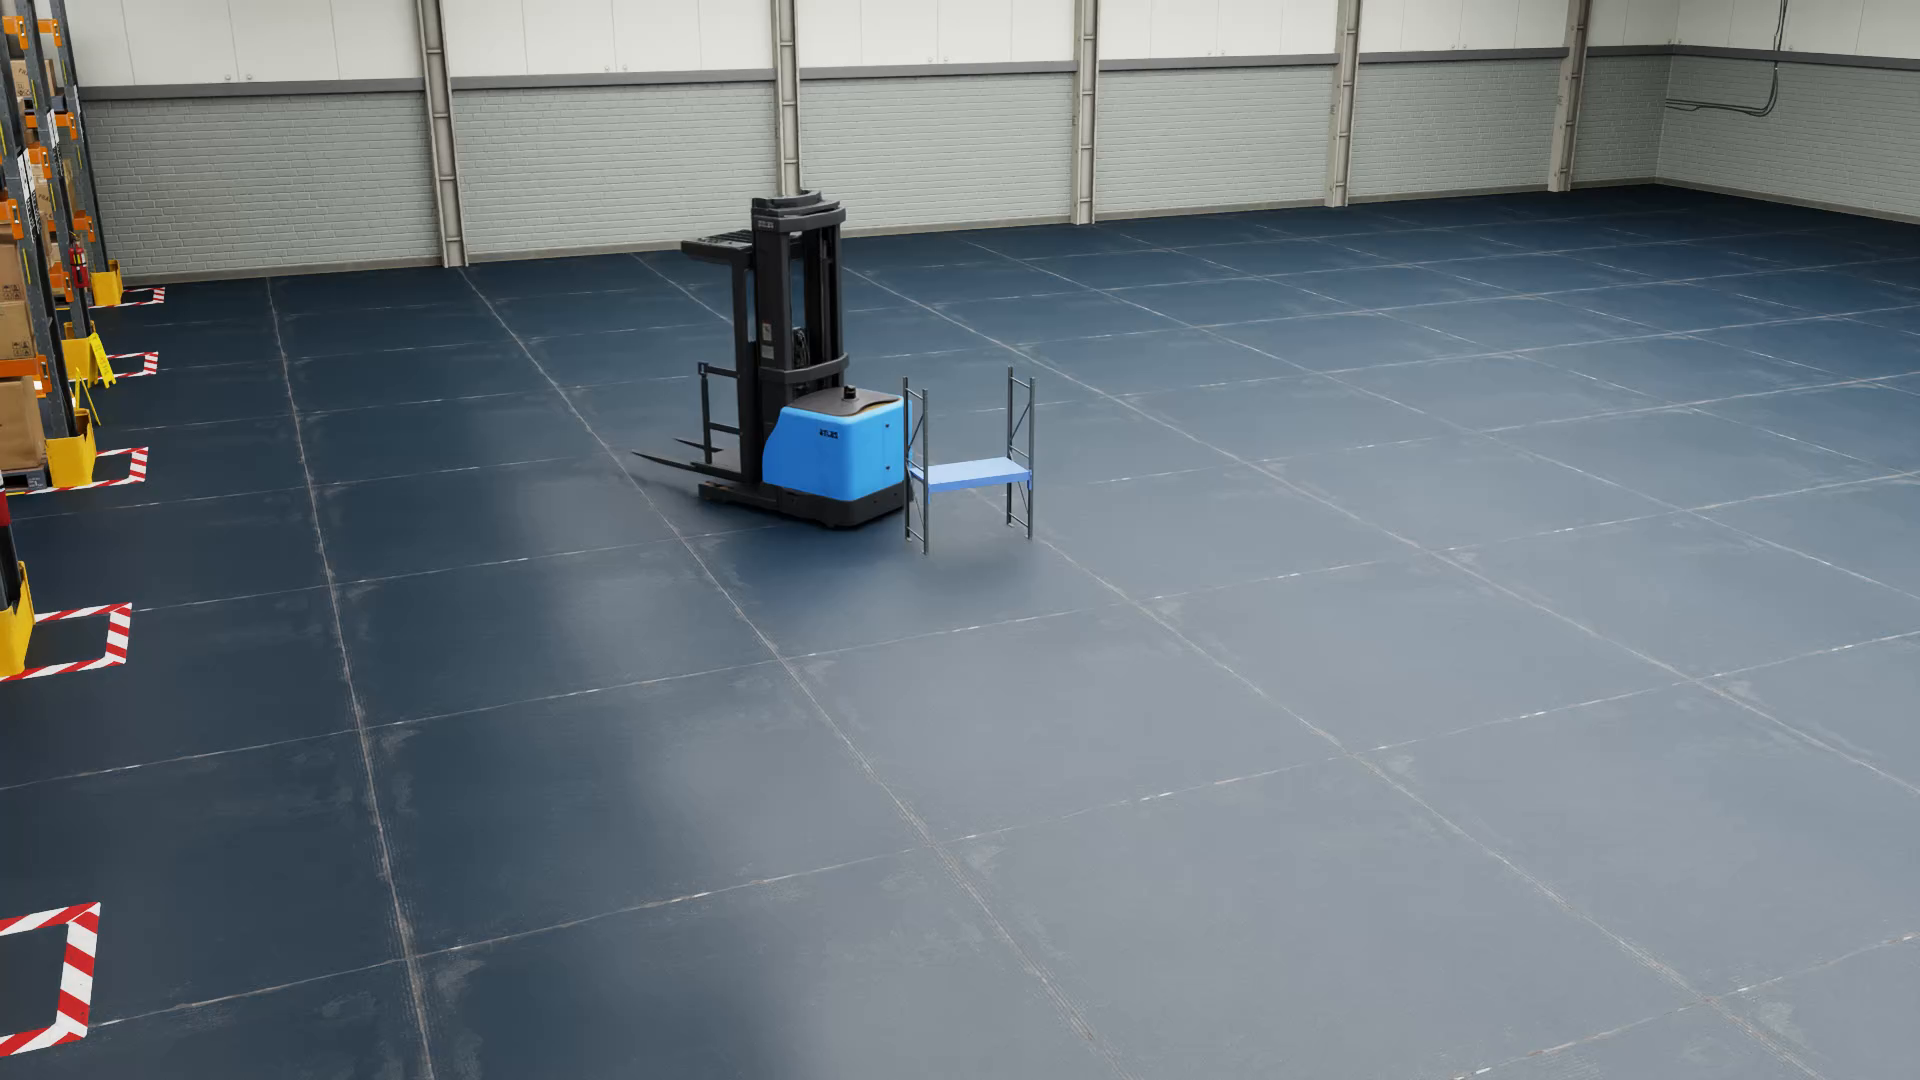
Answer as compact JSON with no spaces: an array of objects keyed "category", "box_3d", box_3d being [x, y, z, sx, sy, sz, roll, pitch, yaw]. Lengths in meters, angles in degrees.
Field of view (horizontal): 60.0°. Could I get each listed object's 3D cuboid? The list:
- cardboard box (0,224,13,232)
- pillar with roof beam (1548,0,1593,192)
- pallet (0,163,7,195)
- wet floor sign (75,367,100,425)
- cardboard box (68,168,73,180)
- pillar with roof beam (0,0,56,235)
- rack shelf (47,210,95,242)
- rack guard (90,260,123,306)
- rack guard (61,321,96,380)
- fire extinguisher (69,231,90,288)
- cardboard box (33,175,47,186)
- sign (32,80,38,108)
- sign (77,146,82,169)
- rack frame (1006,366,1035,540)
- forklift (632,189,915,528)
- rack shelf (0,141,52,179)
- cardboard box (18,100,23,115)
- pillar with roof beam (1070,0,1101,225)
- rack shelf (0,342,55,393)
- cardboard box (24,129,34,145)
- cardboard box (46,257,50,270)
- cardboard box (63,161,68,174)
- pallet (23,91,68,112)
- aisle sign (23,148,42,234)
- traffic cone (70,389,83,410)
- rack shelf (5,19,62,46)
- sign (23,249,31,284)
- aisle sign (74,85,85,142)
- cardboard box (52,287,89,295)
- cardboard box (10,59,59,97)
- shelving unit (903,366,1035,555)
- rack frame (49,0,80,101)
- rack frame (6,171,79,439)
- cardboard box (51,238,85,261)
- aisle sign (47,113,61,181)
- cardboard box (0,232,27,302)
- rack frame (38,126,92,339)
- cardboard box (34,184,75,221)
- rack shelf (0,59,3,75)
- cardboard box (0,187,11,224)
[{"category":"cardboard box","box_3d":[-11.538,-3.646,20.296,0.500,0.500,0.500,-9,21,-23]},{"category":"pillar with roof beam","box_3d":[15.137,-10.774,32.105,0.400,9.000,9.100,-8,21,-22]},{"category":"pallet","box_3d":[-9.772,-3.390,15.784,1.213,0.211,1.003,-8,21,-22]},{"category":"wet floor sign","box_3d":[-9.853,-1.615,18.671,0.232,0.644,0.267,-12,23,-31]},{"category":"cardboard box","box_3d":[-13.532,-5.515,25.075,0.250,0.149,0.380,-9,21,-23]},{"category":"pillar with roof beam","box_3d":[-12.409,-6.828,20.897,0.400,9.000,9.100,-8,21,-22]},{"category":"rack shelf","box_3d":[-14.955,-4.525,24.473,4.000,0.370,1.077,-8,21,-22]},{"category":"rack guard","box_3d":[-13.096,-3.952,25.525,0.348,0.500,1.175,-8,21,-22]},{"category":"rack guard","box_3d":[-11.218,-2.425,21.190,0.348,0.500,1.175,-8,21,-22]},{"category":"fire extinguisher","box_3d":[-10.861,-3.452,20.460,0.183,0.674,0.296,-8,21,-22]},{"category":"cardboard box","box_3d":[-13.548,-5.307,24.483,0.250,0.149,0.380,-8,21,-21]},{"category":"sign","box_3d":[-10.947,-5.275,19.670,0.005,0.325,0.100,-8,21,-22]},{"category":"sign","box_3d":[-12.916,-5.618,24.394,0.005,0.325,0.100,-8,21,-22]},{"category":"rack frame","box_3d":[0.545,-0.786,15.028,0.032,1.500,0.500,-8,21,-22]},{"category":"forklift","box_3d":[-1.924,-1.862,15.931,3.031,2.935,1.130,14,24,34]},{"category":"rack shelf","box_3d":[-12.985,-4.427,19.677,4.000,0.370,1.077,-8,21,-22]},{"category":"cardboard box","box_3d":[-11.342,-5.152,19.832,0.250,0.149,0.380,-8,21,-21]},{"category":"pillar with roof beam","box_3d":[4.118,-9.196,27.622,0.400,9.000,9.100,-8,21,-22]},{"category":"rack shelf","box_3d":[-10.932,-1.516,15.926,4.000,0.370,1.077,-8,21,-22]},{"category":"cardboard box","box_3d":[-11.582,-4.966,20.504,0.250,0.149,0.380,-8,21,-22]},{"category":"cardboard box","box_3d":[-11.407,-3.381,20.520,0.250,0.149,0.380,-7,21,-20]},{"category":"cardboard box","box_3d":[-13.364,-5.509,24.611,0.250,0.149,0.380,-8,21,-22]},{"category":"pallet","box_3d":[-13.778,-6.415,24.376,1.213,0.211,1.003,-8,21,-22]},{"category":"aisle sign","box_3d":[-9.149,-3.445,16.409,0.004,0.787,0.394,-8,21,-22]},{"category":"traffic cone","box_3d":[-10.281,-1.674,19.112,0.334,0.463,0.336,-8,21,-22]},{"category":"rack shelf","box_3d":[-14.955,-7.166,23.543,4.000,0.370,1.077,-8,21,-22]},{"category":"sign","box_3d":[-8.893,-2.609,15.847,0.005,0.325,0.100,-8,21,-22]},{"category":"aisle sign","box_3d":[-12.941,-6.273,24.439,0.004,0.787,0.394,-8,21,-22]},{"category":"cardboard box","box_3d":[-13.424,-3.870,25.039,0.500,0.250,0.500,-8,21,-22]},{"category":"cardboard box","box_3d":[-13.428,-6.702,24.123,0.500,0.500,0.500,-7,21,-20]},{"category":"shelving unit","box_3d":[0.078,-0.719,14.838,1.048,1.500,0.538,-8,21,-22]},{"category":"rack frame","box_3d":[-13.118,-7.957,24.105,0.127,3.000,1.000,-8,21,-22]},{"category":"rack frame","box_3d":[-9.095,-2.118,16.554,0.127,3.000,1.000,-8,21,-22]},{"category":"cardboard box","box_3d":[-13.417,-4.344,24.880,0.500,0.250,0.500,-7,21,-20]},{"category":"aisle sign","box_3d":[-10.977,-4.760,20.144,0.004,0.787,0.394,-8,21,-22]},{"category":"cardboard box","box_3d":[-9.451,-2.661,16.245,0.550,0.550,0.875,-8,21,-22]},{"category":"rack frame","box_3d":[-11.149,-3.614,20.803,0.127,3.000,1.000,-8,21,-22]},{"category":"cardboard box","box_3d":[-13.466,-5.030,24.673,0.500,0.500,0.500,-9,21,-23]},{"category":"rack shelf","box_3d":[-10.932,-4.157,14.996,4.000,0.370,1.077,-8,21,-22]},{"category":"cardboard box","box_3d":[-11.531,-4.140,20.191,0.500,0.500,0.700,-9,21,-23]}]
